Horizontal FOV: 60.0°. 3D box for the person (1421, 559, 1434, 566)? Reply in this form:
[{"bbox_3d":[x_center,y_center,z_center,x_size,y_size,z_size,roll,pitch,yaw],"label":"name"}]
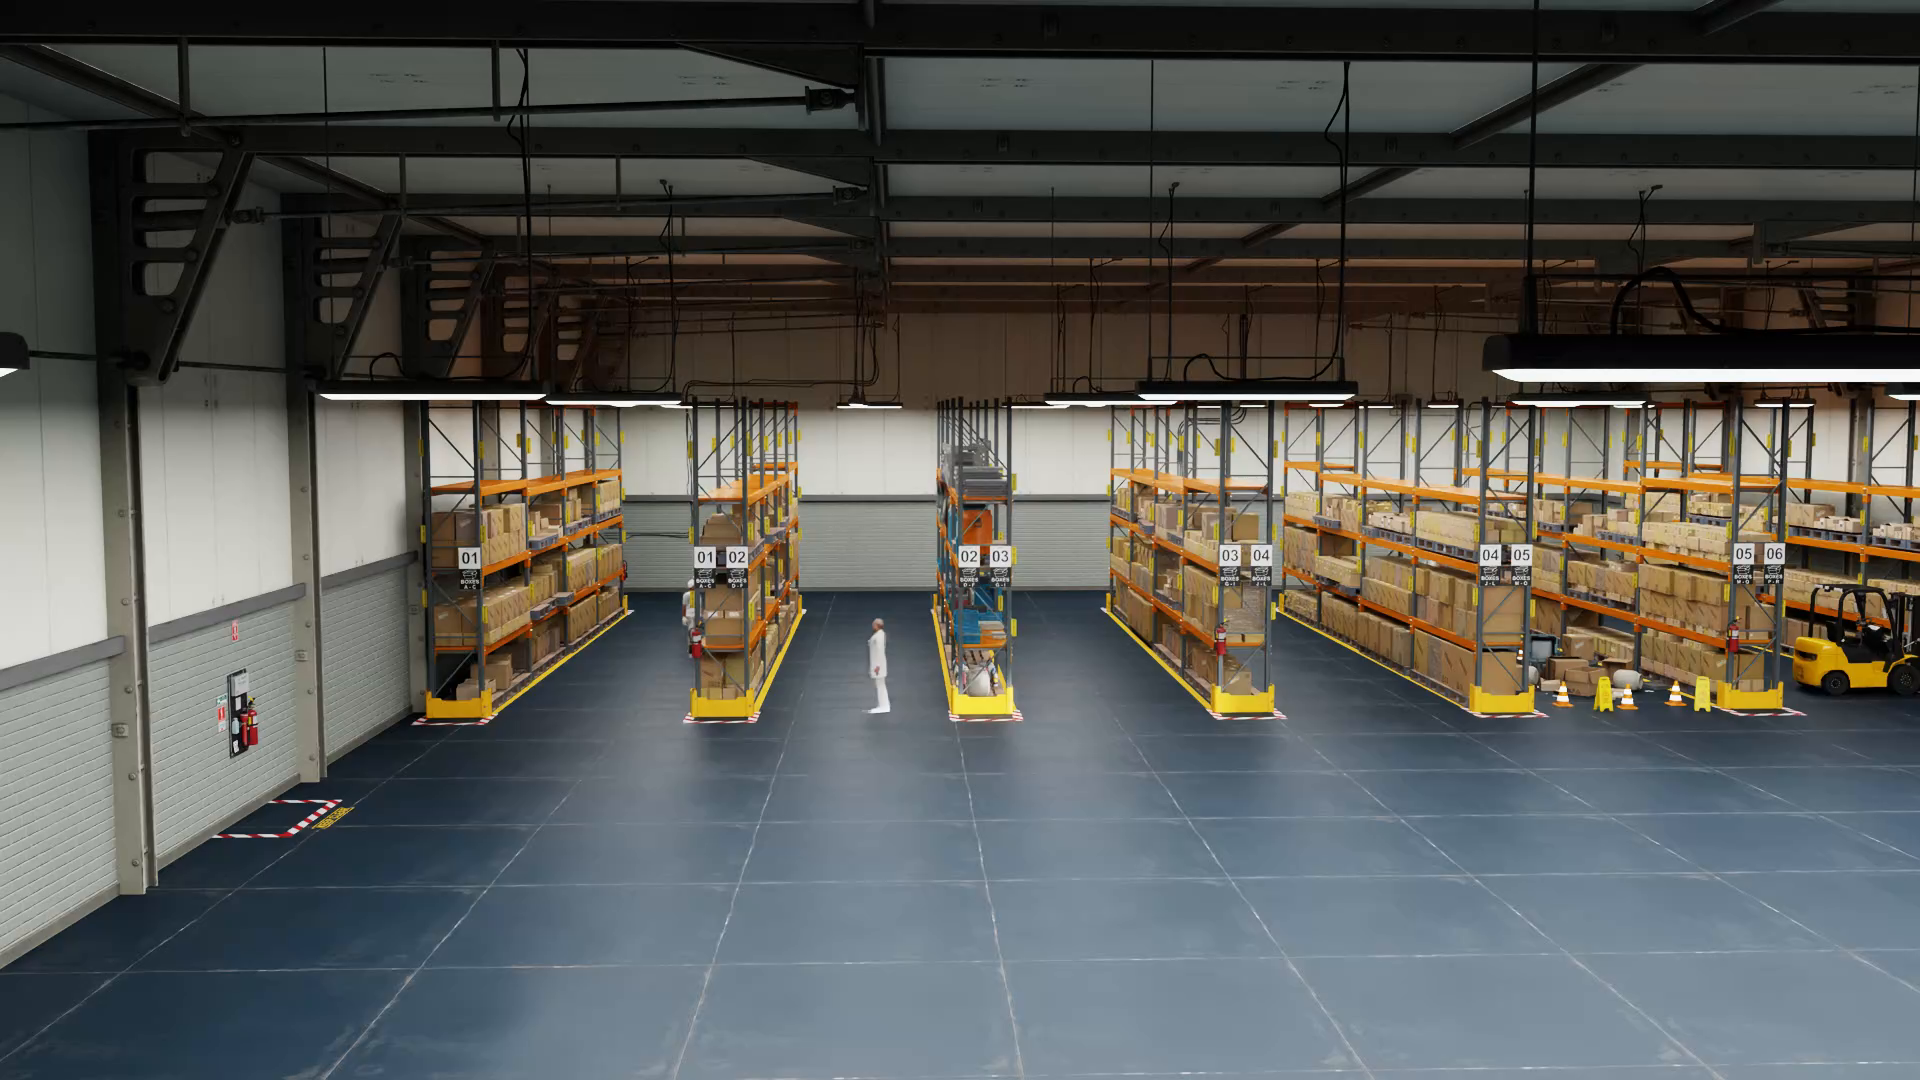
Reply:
[{"bbox_3d":[13.877,1.090,49.366,0.981,1.630,0.525,-1,4,-8],"label":"person"}]

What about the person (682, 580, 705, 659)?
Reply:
[{"bbox_3d":[-6.194,1.845,38.882,0.613,1.817,0.705,-3,5,-35],"label":"person"}]

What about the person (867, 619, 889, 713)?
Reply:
[{"bbox_3d":[-1.557,2.400,31.629,0.418,1.824,0.699,0,4,-5],"label":"person"}]

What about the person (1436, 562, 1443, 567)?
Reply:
[{"bbox_3d":[12.999,1.375,45.469,0.467,1.775,0.598,1,4,11],"label":"person"}]
